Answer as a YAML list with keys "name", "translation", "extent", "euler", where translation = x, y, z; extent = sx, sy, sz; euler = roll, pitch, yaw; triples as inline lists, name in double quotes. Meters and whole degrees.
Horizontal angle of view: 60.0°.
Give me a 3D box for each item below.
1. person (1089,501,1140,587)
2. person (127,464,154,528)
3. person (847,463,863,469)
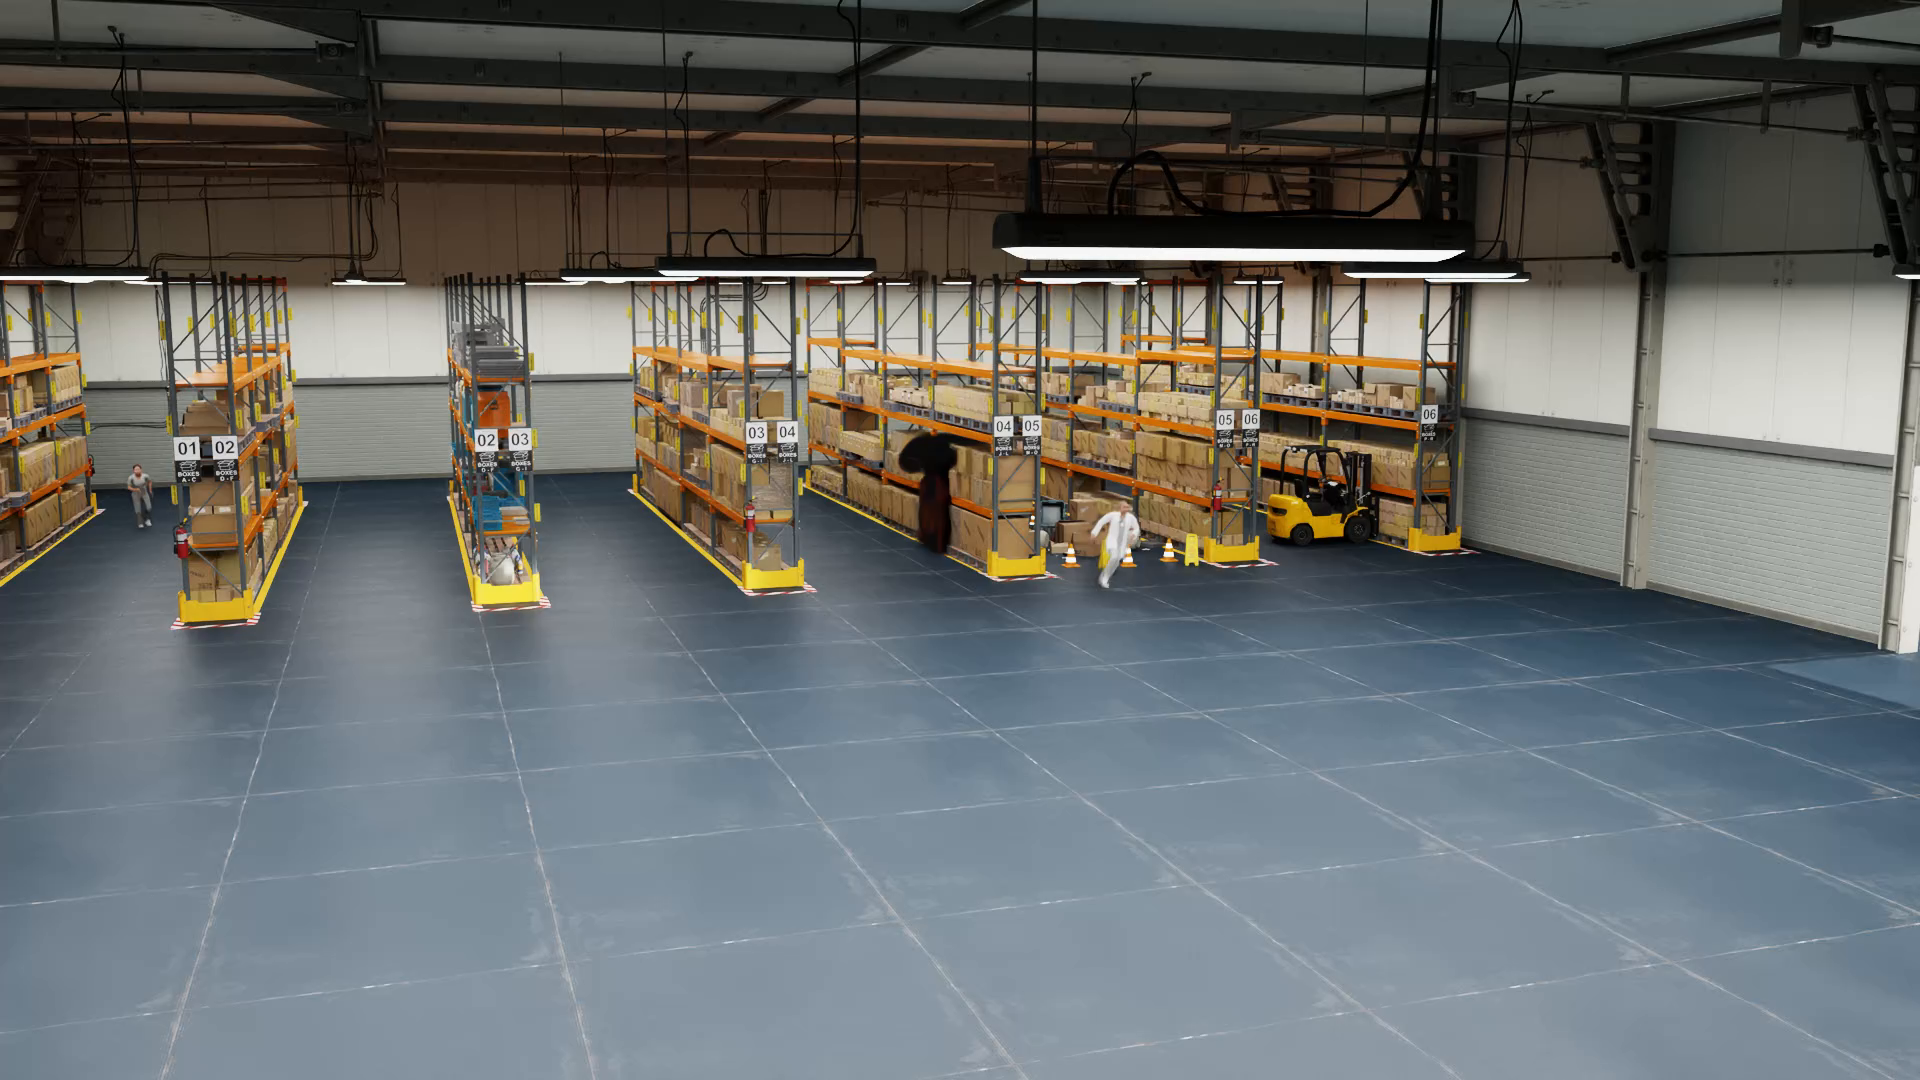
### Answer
- name: "person"
  translation: [3.043, 0.085, 32.082]
  extent: [0.861, 1.696, 0.764]
  euler: [-4, 9, -23]
- name: "person"
  translation: [-19.626, -1.045, 39.840]
  extent: [0.570, 1.559, 0.800]
  euler: [-6, 10, -33]
- name: "person"
  translation: [-3.307, -2.785, 50.924]
  extent: [0.577, 1.660, 0.883]
  euler: [7, 11, 41]
